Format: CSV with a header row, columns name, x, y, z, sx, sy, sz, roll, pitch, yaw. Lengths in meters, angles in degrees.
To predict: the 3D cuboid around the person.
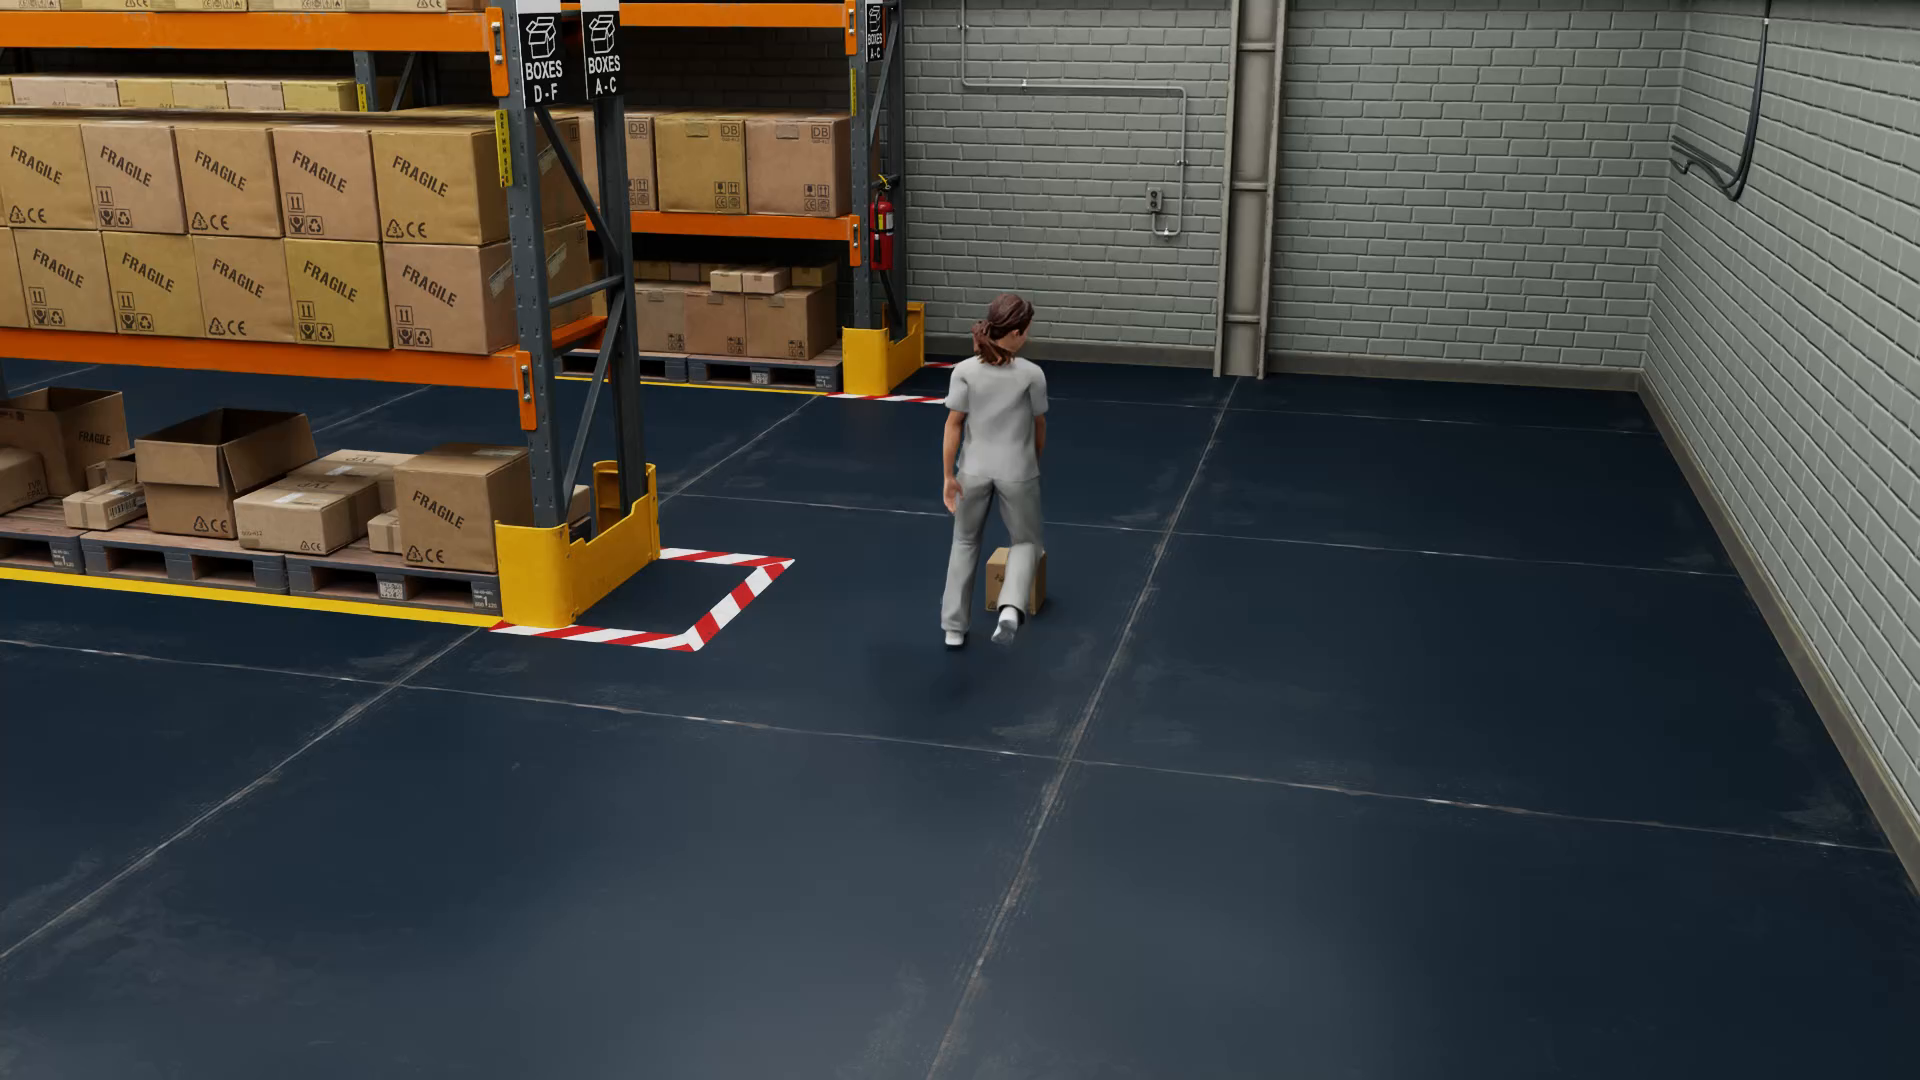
name,x,y,z,sx,sy,sz,roll,pitch,yaw
person,0.139,-0.272,7.345,0.494,1.640,0.633,3,19,9
